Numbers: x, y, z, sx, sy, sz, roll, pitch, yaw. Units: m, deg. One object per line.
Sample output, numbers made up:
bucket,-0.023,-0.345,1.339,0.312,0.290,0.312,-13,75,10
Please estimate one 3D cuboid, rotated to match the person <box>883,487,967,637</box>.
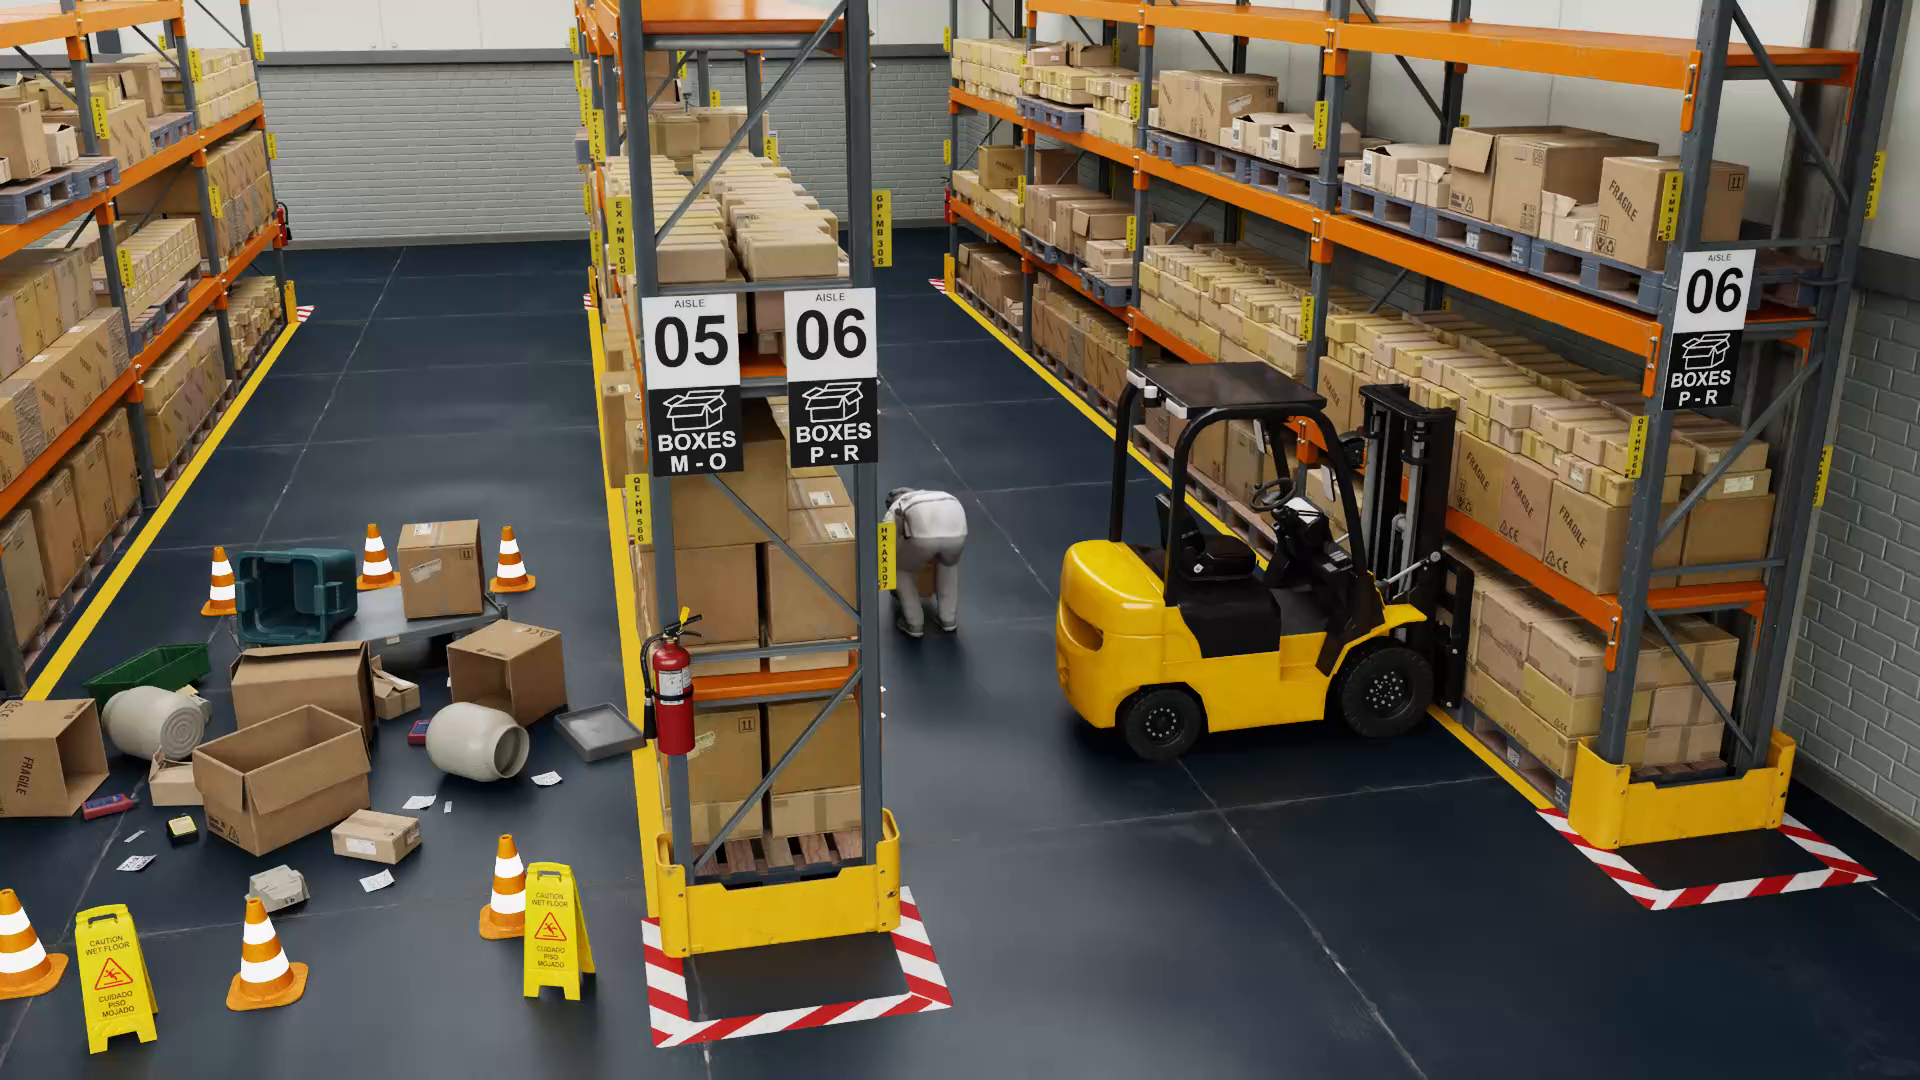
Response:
person,-0.284,0.095,11.890,0.522,1.020,1.030,-7,21,-19
